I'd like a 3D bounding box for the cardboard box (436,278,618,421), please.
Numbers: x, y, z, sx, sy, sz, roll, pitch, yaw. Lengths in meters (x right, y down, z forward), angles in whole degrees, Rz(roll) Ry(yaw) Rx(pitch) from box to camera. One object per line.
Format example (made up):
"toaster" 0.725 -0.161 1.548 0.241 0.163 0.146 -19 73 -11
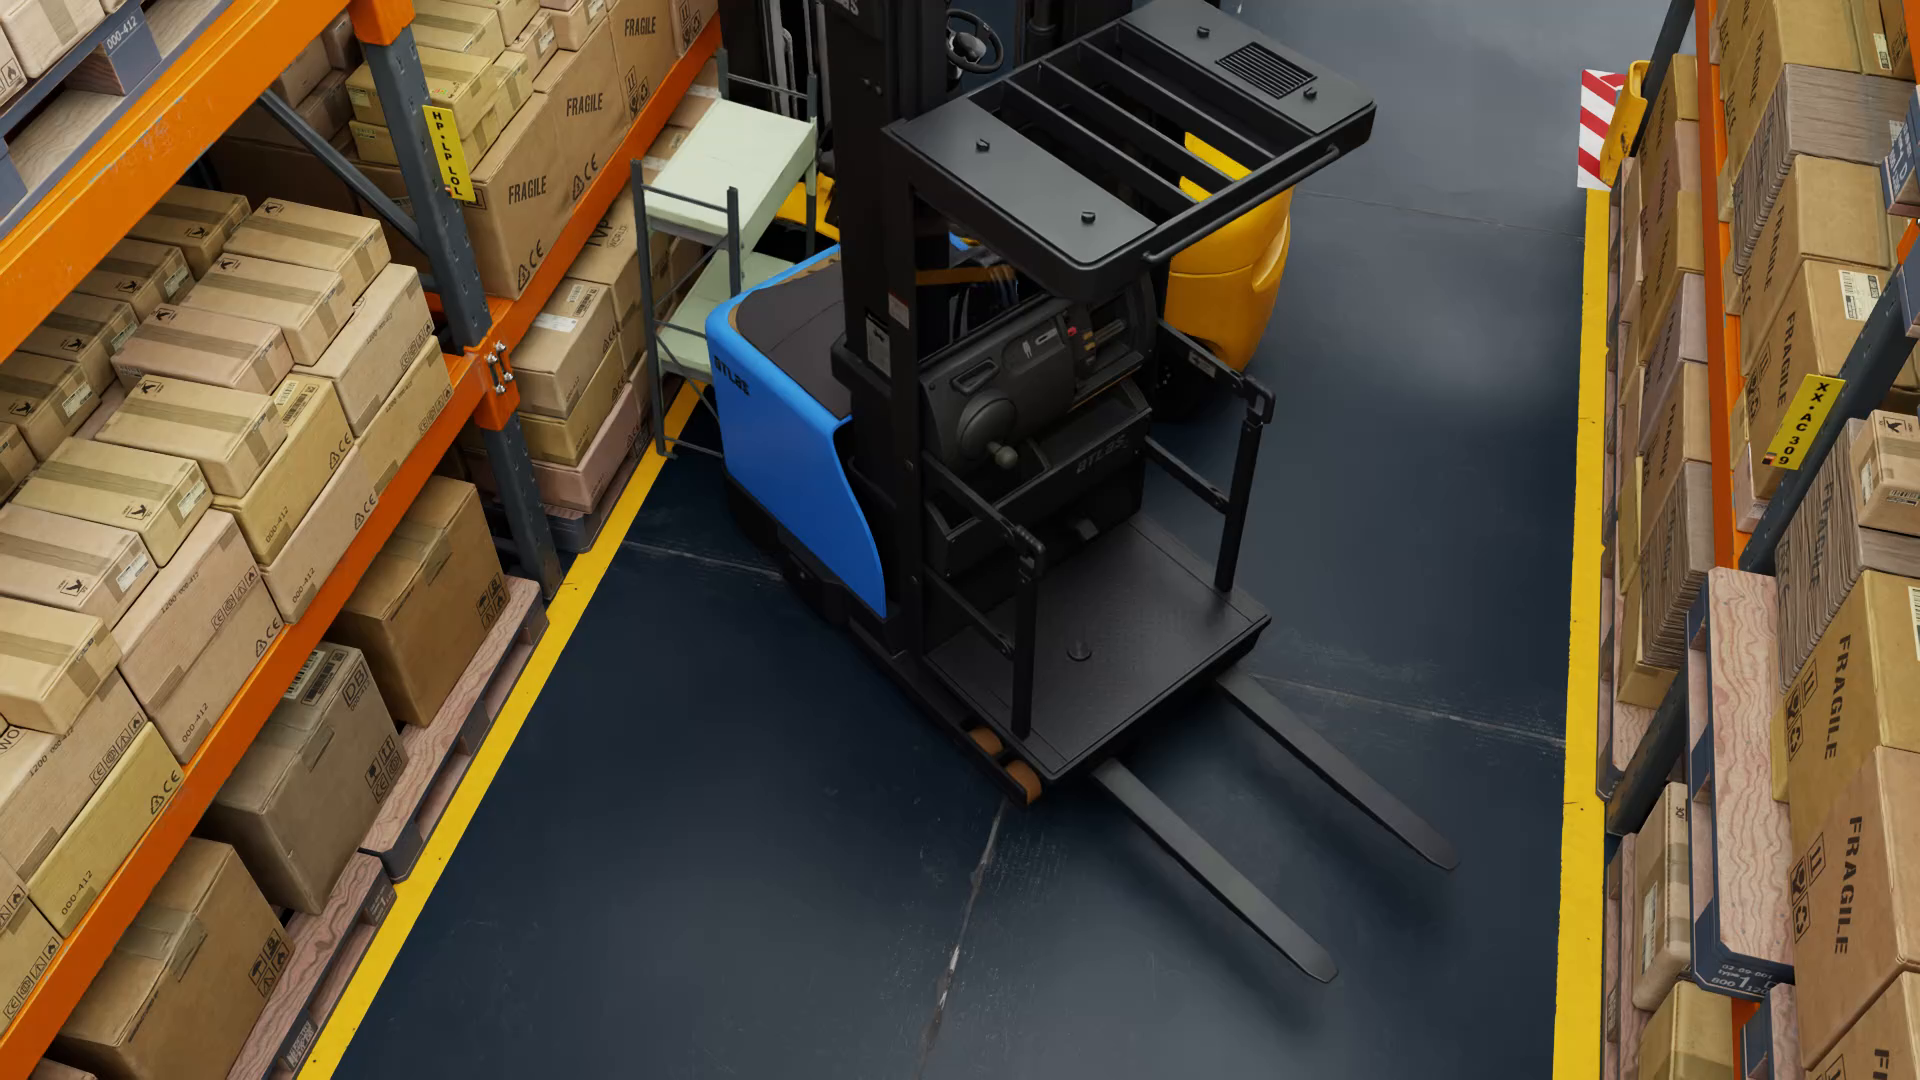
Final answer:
"cardboard box" -1.623 -0.742 6.210 0.500 0.250 0.500 11 49 9

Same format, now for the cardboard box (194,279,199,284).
"cardboard box" -2.433 -0.694 5.047 0.500 0.250 0.500 11 49 9

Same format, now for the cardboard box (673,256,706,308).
"cardboard box" -1.367 -1.153 7.240 0.500 0.250 0.500 12 50 11

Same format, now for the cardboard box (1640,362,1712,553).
"cardboard box" 2.766 -0.244 5.937 0.500 0.500 0.500 12 50 11

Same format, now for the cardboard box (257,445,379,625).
"cardboard box" -2.060 -0.064 4.825 0.500 0.250 0.500 11 50 10

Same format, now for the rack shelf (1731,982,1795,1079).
"rack shelf" 2.211 1.767 3.589 1.077 0.370 4.000 12 50 10

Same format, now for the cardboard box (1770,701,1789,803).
"cardboard box" 2.213 0.543 4.077 0.380 0.149 0.250 12 50 11

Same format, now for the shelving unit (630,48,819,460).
"shelving unit" -0.898 -1.047 6.570 0.431 1.500 0.755 17 51 9

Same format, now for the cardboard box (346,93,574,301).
"cardboard box" -1.684 -1.197 5.658 0.500 0.500 0.500 10 49 9

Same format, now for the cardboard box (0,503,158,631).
"cardboard box" -2.236 0.079 4.099 0.380 0.149 0.250 12 50 10

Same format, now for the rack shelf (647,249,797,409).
"rack shelf" -0.923 -0.839 6.819 0.431 0.370 0.720 17 51 9

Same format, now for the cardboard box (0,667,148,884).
"cardboard box" -2.355 0.499 3.995 0.500 0.250 0.500 12 50 11

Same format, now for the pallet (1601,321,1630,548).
"pallet" 3.199 -0.373 6.857 1.003 0.211 1.213 12 50 10

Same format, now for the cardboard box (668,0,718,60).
"cardboard box" -1.278 -2.303 6.634 0.500 0.500 0.500 12 50 10

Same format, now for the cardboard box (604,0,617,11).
"cardboard box" -1.400 -2.056 5.983 0.380 0.149 0.250 11 50 10

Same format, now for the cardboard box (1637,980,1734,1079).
"cardboard box" 2.416 1.713 4.629 0.950 0.372 0.625 14 50 12

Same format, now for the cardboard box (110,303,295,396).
"cardboard box" -2.094 -0.495 4.605 0.380 0.149 0.250 12 50 10

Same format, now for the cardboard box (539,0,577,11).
"cardboard box" -1.475 -1.972 5.711 0.380 0.149 0.250 13 50 11

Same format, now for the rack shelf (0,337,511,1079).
"rack shelf" -2.579 0.790 4.451 1.077 0.370 4.000 12 50 10

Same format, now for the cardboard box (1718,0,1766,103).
"cardboard box" 3.132 -1.911 6.089 0.500 0.500 0.500 11 49 9

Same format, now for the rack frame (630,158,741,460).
"rack frame" -1.016 -0.787 6.341 0.400 1.500 0.023 17 51 9

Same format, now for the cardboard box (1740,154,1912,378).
"cardboard box" 2.743 -0.793 5.103 0.500 0.500 0.500 13 50 11

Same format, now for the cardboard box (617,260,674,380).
"cardboard box" -1.497 -0.943 6.721 0.500 0.250 0.500 11 50 10

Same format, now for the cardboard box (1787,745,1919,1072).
"cardboard box" 2.062 0.812 3.407 0.500 0.500 0.500 11 50 10

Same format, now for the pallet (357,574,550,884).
"pallet" -2.209 0.569 6.026 1.003 0.211 1.213 12 50 10

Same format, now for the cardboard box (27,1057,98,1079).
"cardboard box" -2.764 1.723 4.451 0.875 0.625 0.625 13 50 11

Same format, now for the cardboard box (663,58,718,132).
"cardboard box" -1.213 -1.851 7.189 0.500 0.250 0.500 11 49 9

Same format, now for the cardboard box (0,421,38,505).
"cardboard box" -2.677 -0.202 4.347 0.380 0.149 0.250 12 50 10

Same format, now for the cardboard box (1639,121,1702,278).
"cardboard box" 3.172 -1.363 6.925 0.500 0.500 0.500 10 49 9

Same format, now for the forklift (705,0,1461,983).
"forklift" 0.405 -0.470 5.129 1.130 2.935 3.031 -33 56 -26

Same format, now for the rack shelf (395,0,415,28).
"rack shelf" -1.526 -3.096 5.880 1.077 0.370 4.000 12 50 10

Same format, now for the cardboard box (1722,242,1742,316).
"cardboard box" 2.792 -0.863 5.597 0.380 0.149 0.250 11 49 9

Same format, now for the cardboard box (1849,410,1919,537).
"cardboard box" 2.272 -0.132 3.807 0.380 0.149 0.250 11 50 10

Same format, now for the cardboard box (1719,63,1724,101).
"cardboard box" 3.153 -1.793 6.419 0.380 0.149 0.250 13 50 11

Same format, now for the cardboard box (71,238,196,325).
"cardboard box" -2.473 -0.747 4.828 0.380 0.149 0.250 10 49 9

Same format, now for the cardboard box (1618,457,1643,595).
"cardboard box" 2.764 -0.015 6.235 0.500 0.250 0.500 10 49 9

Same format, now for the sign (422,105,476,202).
"sign" -1.527 -1.151 4.965 0.100 0.325 0.005 12 50 10

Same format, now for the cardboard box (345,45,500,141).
"cardboard box" -1.682 -1.413 5.217 0.380 0.149 0.250 12 50 11

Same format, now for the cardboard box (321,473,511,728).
"cardboard box" -2.179 0.132 5.856 0.875 0.625 0.625 14 50 12

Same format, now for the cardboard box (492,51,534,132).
"cardboard box" -1.648 -1.509 5.500 0.380 0.149 0.250 13 50 11

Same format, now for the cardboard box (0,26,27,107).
"cardboard box" -2.210 -0.903 3.177 0.500 0.311 0.500 10 49 9

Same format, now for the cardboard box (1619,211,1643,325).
"cardboard box" 3.169 -1.144 7.231 0.500 0.250 0.500 13 50 11

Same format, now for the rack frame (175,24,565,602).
"rack frame" -2.053 -0.895 5.458 1.000 3.000 0.127 12 50 10

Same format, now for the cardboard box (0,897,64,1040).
"cardboard box" -2.487 1.039 3.851 0.500 0.250 0.500 10 49 9

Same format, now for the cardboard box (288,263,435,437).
"cardboard box" -1.935 -0.605 4.969 0.500 0.250 0.500 11 49 9

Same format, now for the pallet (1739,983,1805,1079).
"pallet" 2.166 1.599 3.385 1.003 0.211 1.213 12 50 10
